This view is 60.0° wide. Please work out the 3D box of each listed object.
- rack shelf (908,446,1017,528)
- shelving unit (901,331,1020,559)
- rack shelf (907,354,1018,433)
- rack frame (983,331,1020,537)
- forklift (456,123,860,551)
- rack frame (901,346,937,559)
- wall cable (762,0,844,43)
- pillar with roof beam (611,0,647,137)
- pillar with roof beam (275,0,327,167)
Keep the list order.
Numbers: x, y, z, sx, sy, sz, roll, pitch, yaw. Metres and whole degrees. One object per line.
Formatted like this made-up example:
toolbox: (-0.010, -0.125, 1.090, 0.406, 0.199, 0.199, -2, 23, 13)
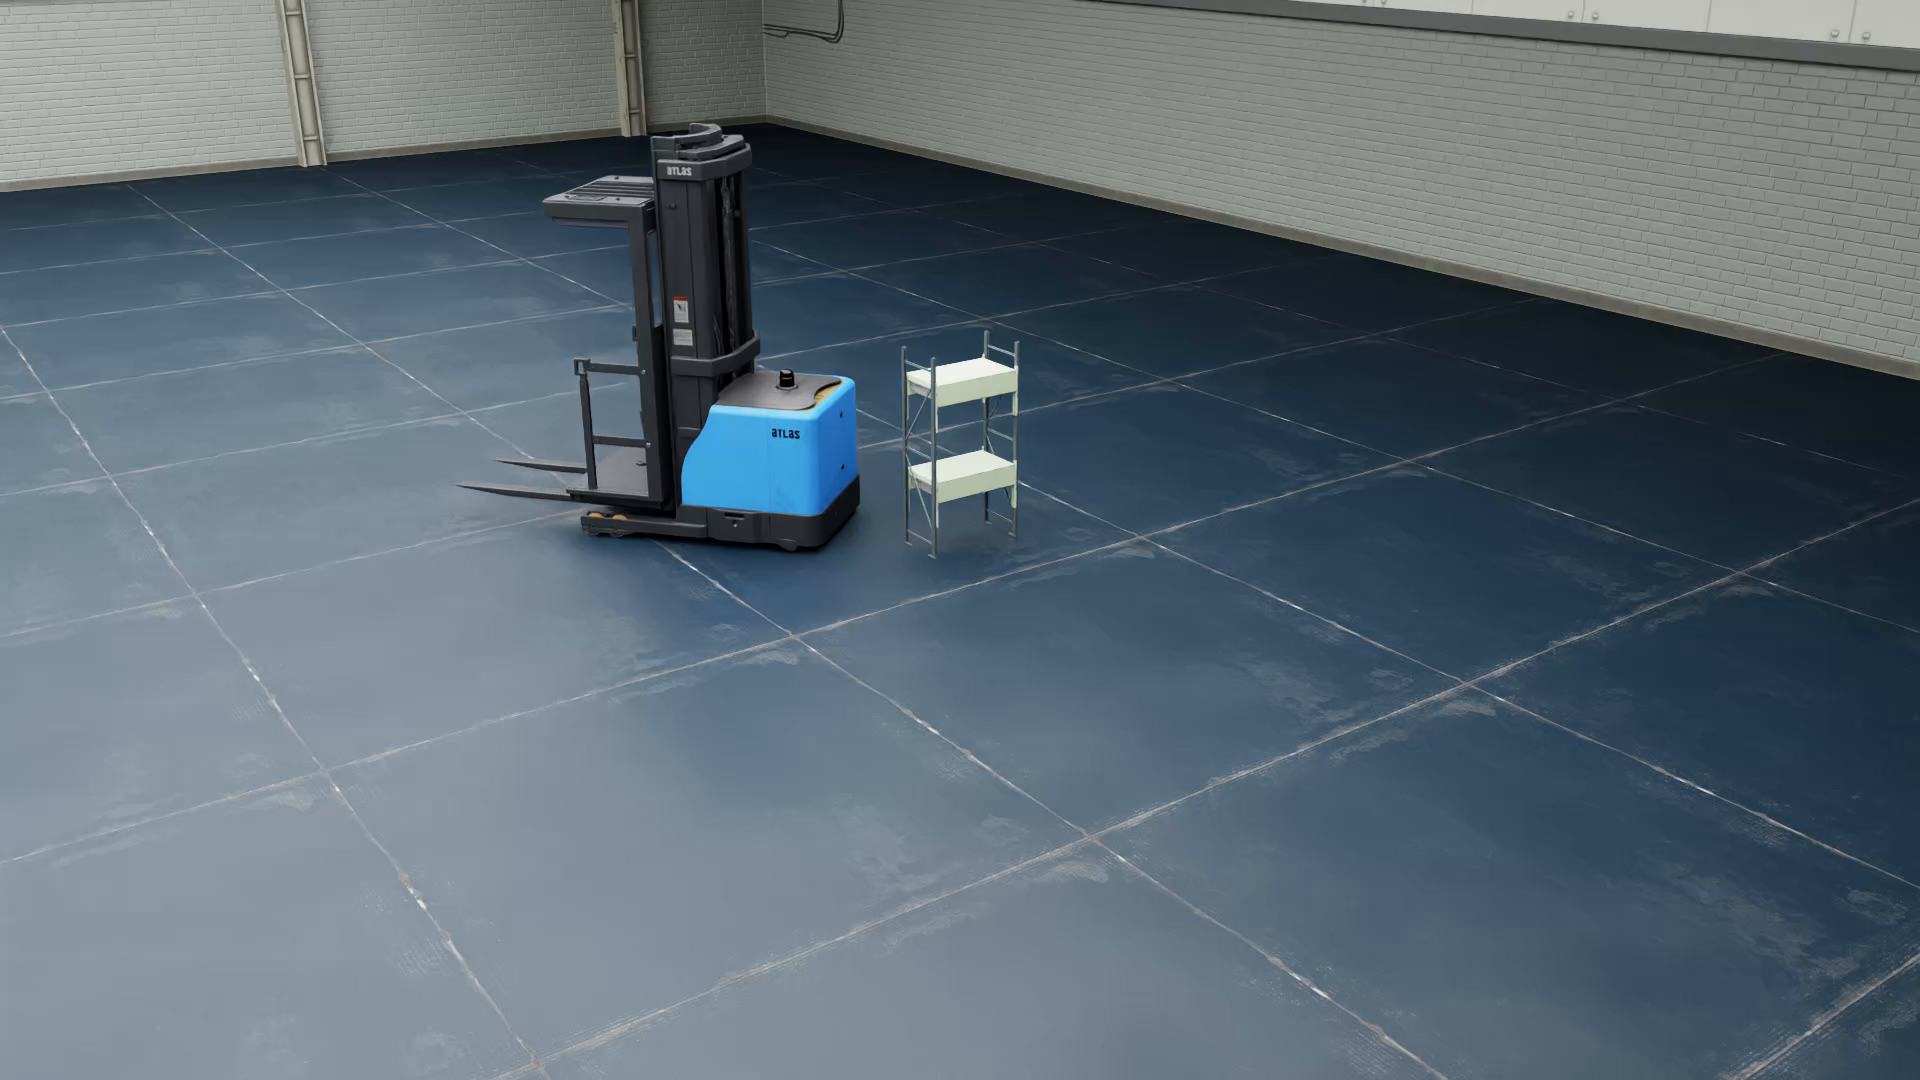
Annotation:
rack shelf: (0.005, -0.395, 12.243, 0.720, 0.370, 0.431, -15, 26, -33)
shelving unit: (0.005, -0.698, 12.122, 0.755, 1.500, 0.431, -15, 26, -33)
rack shelf: (0.005, -1.061, 11.977, 0.720, 0.370, 0.431, -15, 26, -33)
rack frame: (0.303, -0.777, 12.321, 0.023, 1.500, 0.400, -15, 26, -33)
forklift: (-2.352, -1.562, 12.357, 3.031, 2.935, 1.130, 5, 22, 13)
rack frame: (-0.292, -0.619, 11.924, 0.023, 1.500, 0.400, -15, 26, -33)
wall cable: (-3.065, -10.712, 31.288, 0.112, 2.526, 3.097, -15, 26, -33)
pillar with roof beam: (-3.714, -10.619, 26.866, 0.400, 9.000, 9.100, -15, 26, -33)
pillar with roof beam: (-8.585, -9.320, 23.611, 0.400, 9.000, 9.100, -15, 26, -33)
